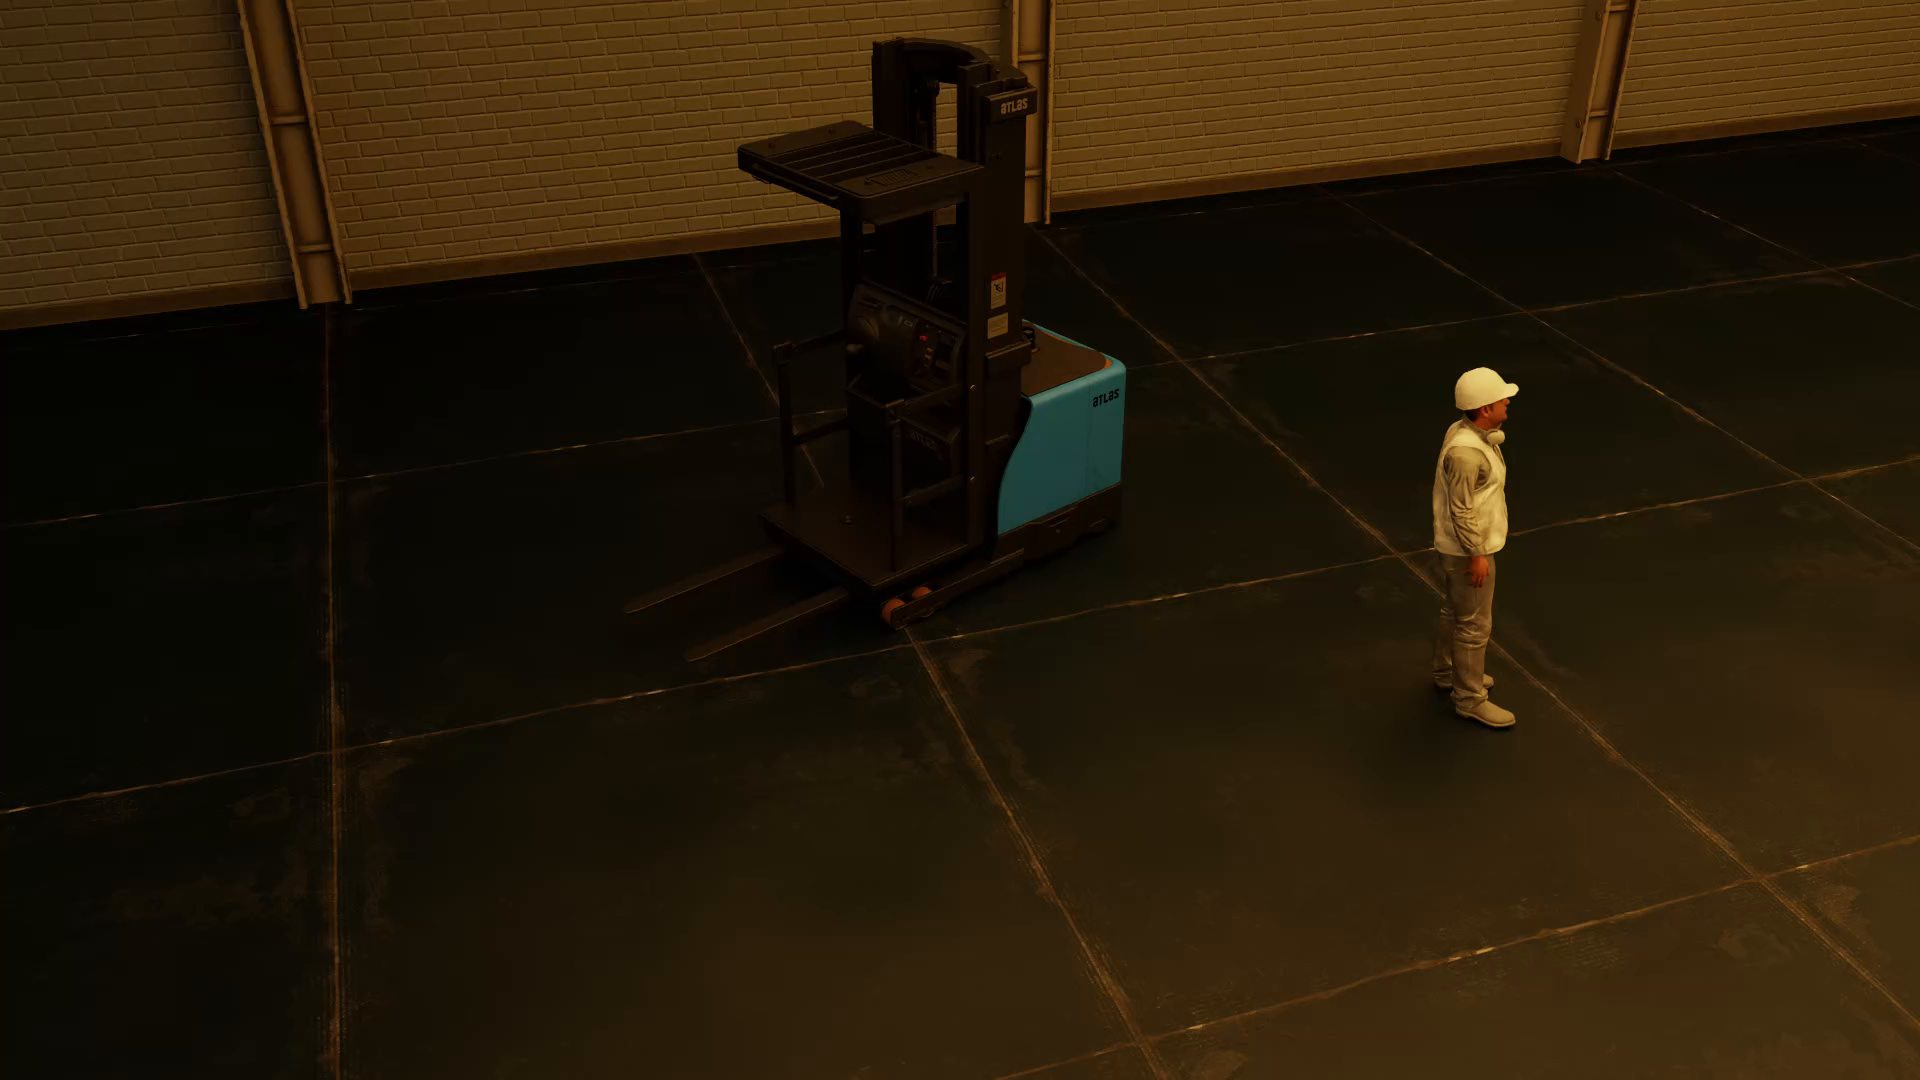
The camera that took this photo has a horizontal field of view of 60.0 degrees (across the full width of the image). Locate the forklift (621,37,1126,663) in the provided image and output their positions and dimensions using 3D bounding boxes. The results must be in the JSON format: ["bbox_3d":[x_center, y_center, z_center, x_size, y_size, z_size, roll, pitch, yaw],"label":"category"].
[{"bbox_3d":[-0.461,-1.072,8.951,3.031,2.935,1.130,-23,37,-34],"label":"forklift"}]

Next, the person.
[{"bbox_3d":[2.596,0.004,8.225,0.566,1.775,0.634,8,31,14],"label":"person"}]
